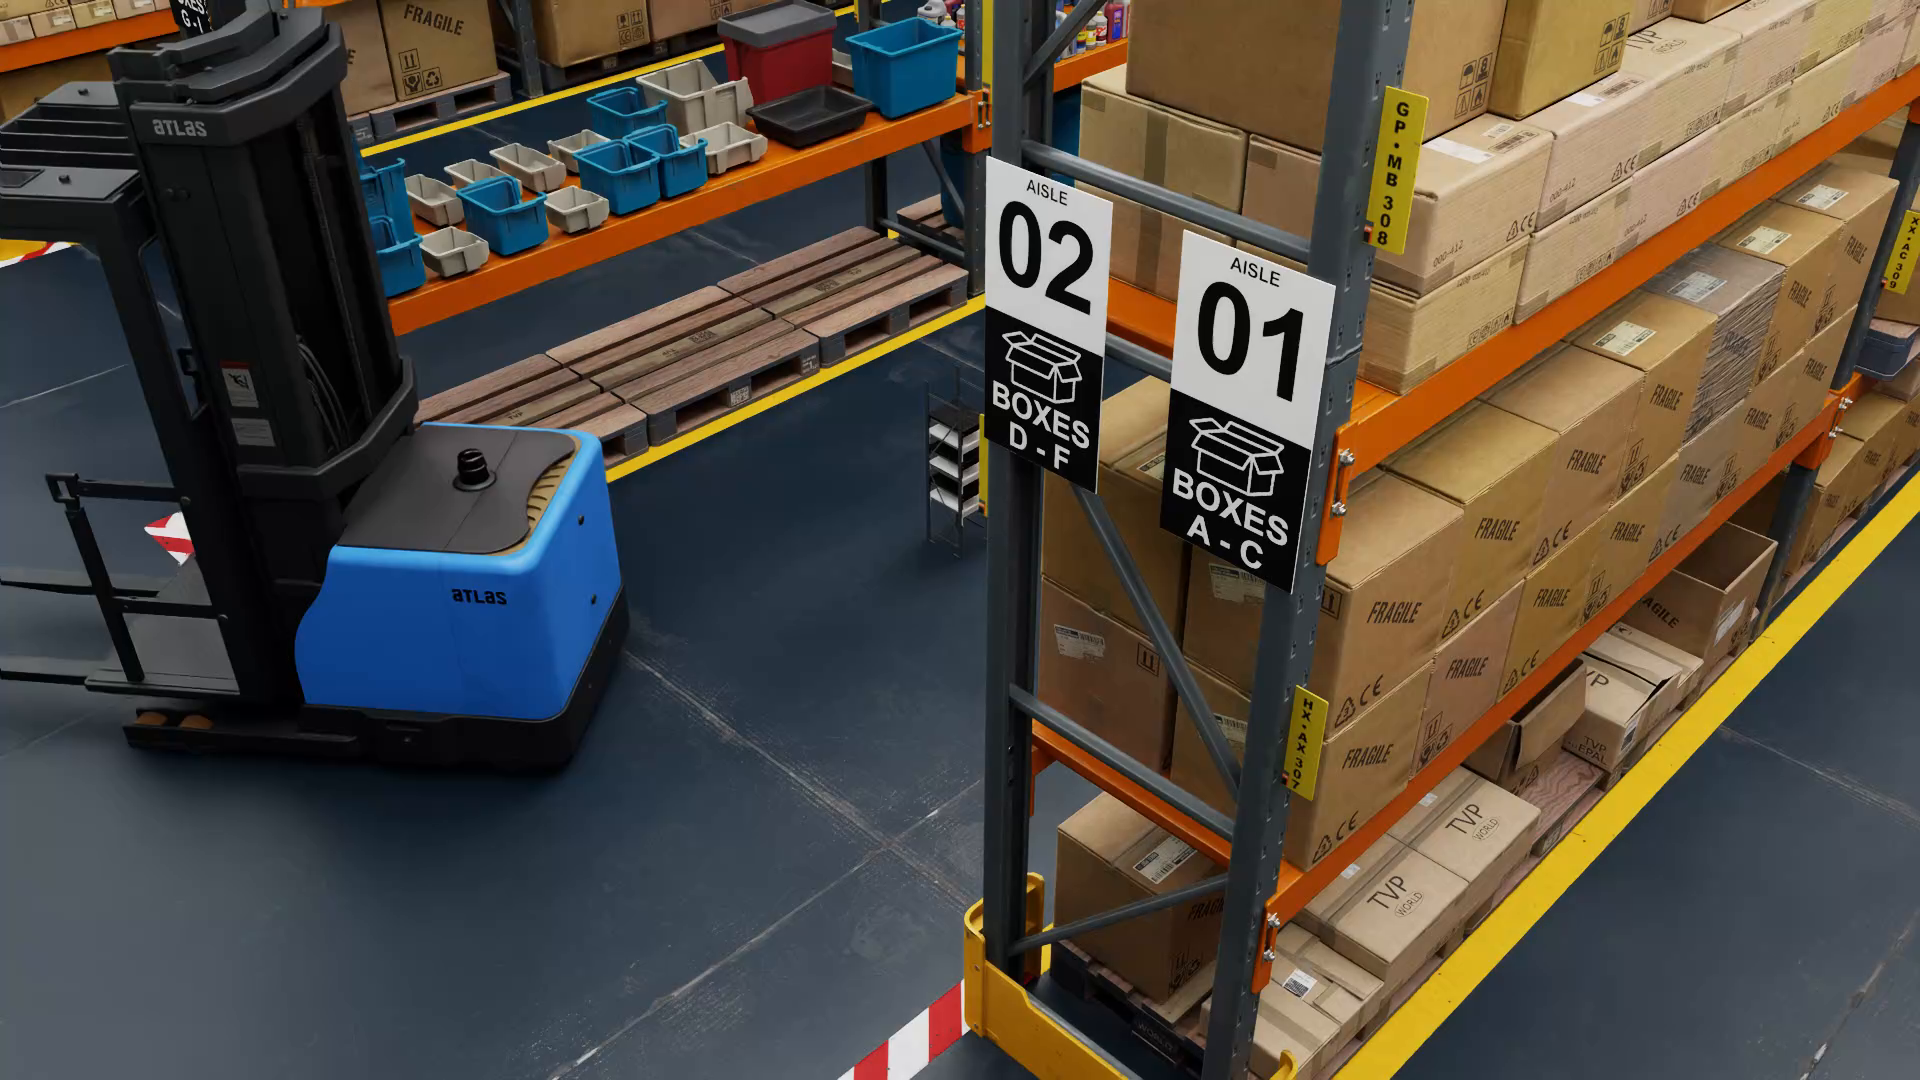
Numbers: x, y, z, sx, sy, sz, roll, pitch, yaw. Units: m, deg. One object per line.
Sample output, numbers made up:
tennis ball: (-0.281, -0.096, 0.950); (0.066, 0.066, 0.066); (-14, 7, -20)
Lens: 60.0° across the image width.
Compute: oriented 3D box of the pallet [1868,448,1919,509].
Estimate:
pallet: (4.694, -0.679, 9.040); (1.003, 0.211, 1.213); (30, 45, 35)

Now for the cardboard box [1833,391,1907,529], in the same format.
cardboard box: (4.170, -0.454, 8.080); (0.500, 0.500, 0.500); (-29, 44, -35)

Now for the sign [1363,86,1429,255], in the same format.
sign: (0.855, -0.727, 3.283); (0.100, 0.325, 0.005); (30, 45, 35)

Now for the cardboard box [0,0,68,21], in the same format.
cardboard box: (-6.027, -3.497, 10.513); (0.500, 0.250, 0.500); (28, 44, 34)

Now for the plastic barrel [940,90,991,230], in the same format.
plastic barrel: (0.171, -2.504, 10.685); (0.600, 0.901, 0.708); (30, 45, 35)

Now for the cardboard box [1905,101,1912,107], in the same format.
cardboard box: (4.489, -1.935, 7.948); (0.700, 0.500, 0.500); (18, 39, 24)

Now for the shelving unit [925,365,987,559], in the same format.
shelving unit: (-0.006, -0.366, 7.988); (0.258, 0.900, 0.210); (30, 45, 35)

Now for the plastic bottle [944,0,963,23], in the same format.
plastic bottle: (-0.045, -3.333, 10.508); (0.061, 0.283, 0.133); (30, 45, 35)

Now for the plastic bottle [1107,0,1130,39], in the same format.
plastic bottle: (1.025, -3.337, 10.522); (0.152, 0.276, 0.135); (30, 45, 35)

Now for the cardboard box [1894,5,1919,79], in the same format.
cardboard box: (3.135, -1.844, 5.781); (0.500, 0.250, 0.500); (30, 45, 35)

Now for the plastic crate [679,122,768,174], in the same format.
plastic crate: (-1.238, -2.066, 8.769); (0.293, 0.136, 0.466); (30, 45, 35)

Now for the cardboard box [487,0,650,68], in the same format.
cardboard box: (-3.302, -4.543, 13.632); (1.225, 0.875, 0.875); (30, 45, 35)

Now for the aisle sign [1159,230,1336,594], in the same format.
aisle sign: (0.630, -0.277, 3.752); (0.394, 0.787, 0.004); (30, 45, 35)

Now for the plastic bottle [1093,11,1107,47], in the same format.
plastic bottle: (0.869, -3.194, 10.382); (0.097, 0.201, 0.097); (0, 35, 0)

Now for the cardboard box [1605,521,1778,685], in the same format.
cardboard box: (3.088, 0.210, 7.127); (0.500, 0.500, 0.500); (30, 45, 35)

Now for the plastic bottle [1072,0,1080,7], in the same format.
plastic bottle: (0.797, -3.675, 11.009); (0.097, 0.271, 0.097); (0, 35, 0)

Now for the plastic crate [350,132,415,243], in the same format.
plastic crate: (-2.939, -1.605, 7.845); (0.616, 0.435, 0.499); (30, 45, 35)

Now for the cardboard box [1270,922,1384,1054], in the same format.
cardboard box: (1.185, 1.492, 5.580); (0.380, 0.166, 0.250); (30, 45, 35)

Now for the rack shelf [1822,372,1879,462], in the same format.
rack shelf: (4.698, -1.497, 8.403); (1.077, 0.370, 4.000); (30, 45, 35)

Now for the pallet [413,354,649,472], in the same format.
pallet: (-2.434, -0.530, 8.825); (1.003, 0.211, 1.213); (30, 45, 35)

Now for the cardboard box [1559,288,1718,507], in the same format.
cardboard box: (2.046, -0.504, 5.389); (0.500, 0.500, 0.500); (29, 44, 35)

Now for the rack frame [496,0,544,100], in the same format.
rack frame: (-3.739, -4.974, 12.760); (1.000, 3.000, 0.127); (30, 45, 35)

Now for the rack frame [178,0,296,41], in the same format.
rack frame: (-3.042, -1.354, 7.570); (1.000, 3.000, 0.127); (30, 45, 35)

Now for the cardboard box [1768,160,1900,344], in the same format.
cardboard box: (3.116, -1.122, 6.275); (0.500, 0.500, 0.500); (-30, 45, -35)

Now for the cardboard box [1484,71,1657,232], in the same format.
cardboard box: (1.374, -1.034, 4.182); (0.500, 0.250, 0.500); (30, 45, 35)

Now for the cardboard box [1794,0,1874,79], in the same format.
cardboard box: (2.430, -1.643, 5.056); (0.500, 0.250, 0.500); (30, 45, 35)

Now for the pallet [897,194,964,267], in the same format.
pallet: (0.349, -2.131, 11.121); (1.003, 0.211, 1.213); (30, 45, 35)

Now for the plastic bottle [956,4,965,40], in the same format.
plastic bottle: (0.024, -3.274, 10.497); (0.097, 0.201, 0.097); (0, 35, 0)

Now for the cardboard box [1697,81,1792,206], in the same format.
cardboard box: (2.073, -1.238, 4.912); (0.500, 0.250, 0.500); (30, 45, 35)

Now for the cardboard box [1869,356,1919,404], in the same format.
cardboard box: (4.507, -0.947, 8.131); (0.500, 0.250, 0.500); (30, 45, 35)

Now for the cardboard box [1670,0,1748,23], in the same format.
cardboard box: (1.928, -1.833, 4.673); (0.700, 0.500, 0.500); (30, 45, 35)

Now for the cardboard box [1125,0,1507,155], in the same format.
cardboard box: (0.821, -1.253, 3.841); (0.700, 0.500, 0.500); (30, 45, 35)

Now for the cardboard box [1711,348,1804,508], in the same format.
cardboard box: (2.756, -0.505, 6.264); (0.500, 0.500, 0.500); (-29, 44, -34)

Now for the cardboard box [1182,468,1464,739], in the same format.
cardboard box: (0.970, 0.119, 4.496); (0.500, 0.500, 0.500); (-28, 44, -34)

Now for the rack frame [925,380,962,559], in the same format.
rack frame: (-0.077, -0.325, 7.929); (0.240, 0.900, 0.006); (30, 45, 35)

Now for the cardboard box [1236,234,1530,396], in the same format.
cardboard box: (1.013, -0.631, 4.042); (0.500, 0.250, 0.500); (30, 45, 35)

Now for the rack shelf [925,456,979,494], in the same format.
rack shelf: (-0.006, -0.338, 8.007); (0.258, 0.077, 0.200); (30, 45, 35)

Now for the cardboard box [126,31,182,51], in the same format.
cardboard box: (-5.522, -3.313, 11.868); (0.875, 0.875, 0.875); (30, 45, 35)

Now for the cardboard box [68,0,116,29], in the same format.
cardboard box: (-5.713, -3.467, 10.819); (0.380, 0.149, 0.250); (28, 44, 34)

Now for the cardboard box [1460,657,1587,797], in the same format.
cardboard box: (1.968, 0.628, 6.525); (0.797, 0.503, 0.637); (30, 45, 35)

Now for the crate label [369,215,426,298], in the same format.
crate label: (-2.635, -1.278, 7.554); (0.416, 0.233, 0.303); (30, 45, 35)

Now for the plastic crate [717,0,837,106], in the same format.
plastic crate: (-1.031, -2.767, 9.488); (0.402, 0.464, 0.583); (30, 45, 35)

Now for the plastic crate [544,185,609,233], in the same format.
plastic crate: (-1.872, -1.610, 8.115); (0.250, 0.136, 0.298); (30, 45, 35)

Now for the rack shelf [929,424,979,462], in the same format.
rack shelf: (-0.006, -0.486, 7.904); (0.258, 0.077, 0.200); (30, 45, 35)

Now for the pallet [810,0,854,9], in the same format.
pallet: (-1.530, -5.165, 15.471); (1.003, 0.211, 1.213); (30, 45, 35)

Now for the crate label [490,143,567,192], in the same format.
crate label: (-2.203, -1.909, 8.544); (0.396, 0.136, 0.243); (30, 45, 35)

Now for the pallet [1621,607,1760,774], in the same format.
pallet: (2.804, 0.442, 7.432); (1.003, 0.211, 1.213); (30, 45, 35)

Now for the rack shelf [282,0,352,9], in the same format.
rack shelf: (-1.633, -3.101, 8.081); (1.077, 0.370, 4.000); (30, 45, 35)

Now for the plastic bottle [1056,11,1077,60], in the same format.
plastic bottle: (0.630, -3.110, 10.196); (0.152, 0.276, 0.135); (30, 45, 35)

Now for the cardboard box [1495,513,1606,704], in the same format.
cardboard box: (1.685, 0.115, 5.376); (0.500, 0.500, 0.500); (29, 44, 35)

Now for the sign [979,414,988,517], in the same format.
sign: (0.090, -0.193, 4.616); (0.100, 0.325, 0.005); (30, 45, 35)

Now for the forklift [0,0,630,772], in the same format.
forklift: (-3.052, -0.601, 6.550); (3.031, 2.935, 1.130); (3, 35, 5)
